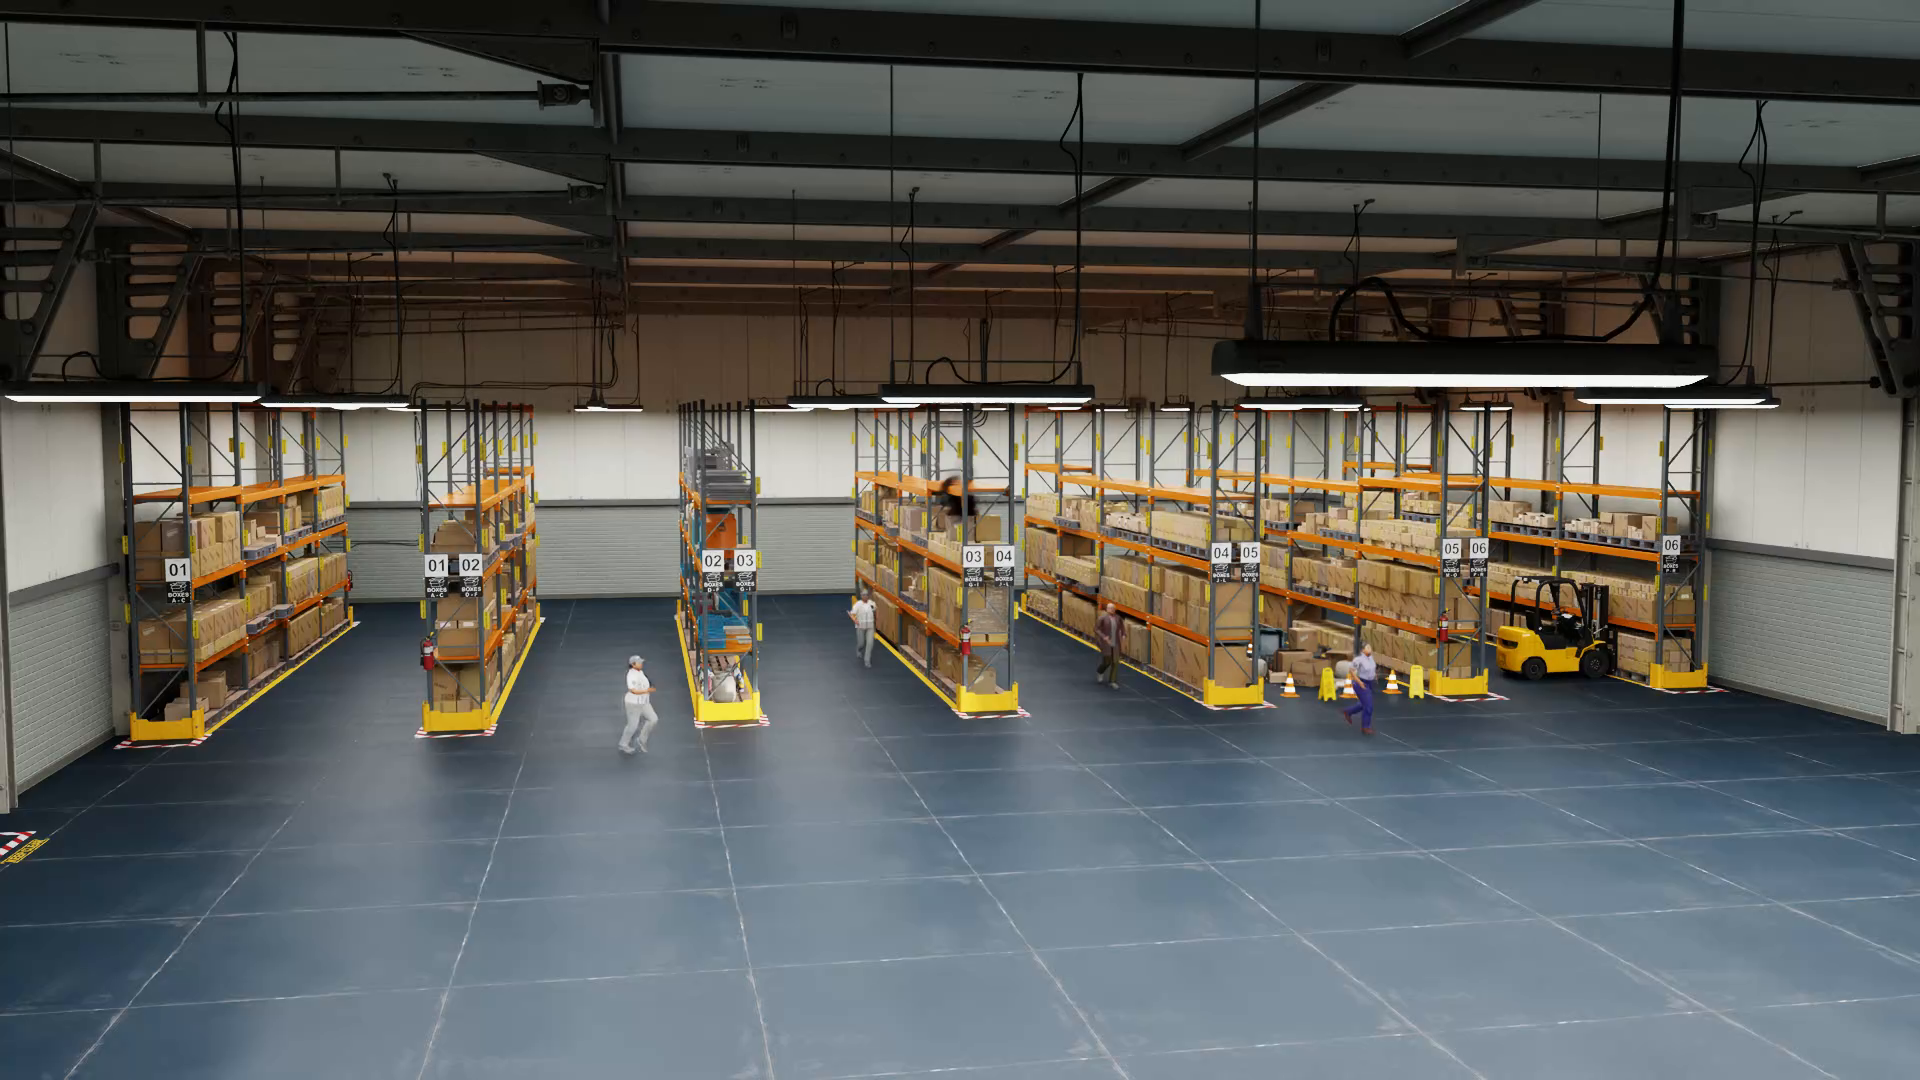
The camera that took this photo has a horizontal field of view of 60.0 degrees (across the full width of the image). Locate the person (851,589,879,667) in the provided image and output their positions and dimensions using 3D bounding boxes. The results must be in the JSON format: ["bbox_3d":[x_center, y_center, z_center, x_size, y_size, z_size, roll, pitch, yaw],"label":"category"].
[{"bbox_3d":[-2.167,1.990,38.098,0.673,1.771,0.829,-1,4,-14],"label":"person"}]

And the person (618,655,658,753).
[{"bbox_3d":[-5.425,2.783,28.066,0.678,1.685,0.578,1,4,16],"label":"person"}]

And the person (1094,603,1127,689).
[{"bbox_3d":[3.159,2.207,35.023,0.737,1.775,0.836,-1,5,-17],"label":"person"}]

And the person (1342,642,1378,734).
[{"bbox_3d":[7.235,2.652,30.058,0.727,1.655,0.605,4,6,44],"label":"person"}]
